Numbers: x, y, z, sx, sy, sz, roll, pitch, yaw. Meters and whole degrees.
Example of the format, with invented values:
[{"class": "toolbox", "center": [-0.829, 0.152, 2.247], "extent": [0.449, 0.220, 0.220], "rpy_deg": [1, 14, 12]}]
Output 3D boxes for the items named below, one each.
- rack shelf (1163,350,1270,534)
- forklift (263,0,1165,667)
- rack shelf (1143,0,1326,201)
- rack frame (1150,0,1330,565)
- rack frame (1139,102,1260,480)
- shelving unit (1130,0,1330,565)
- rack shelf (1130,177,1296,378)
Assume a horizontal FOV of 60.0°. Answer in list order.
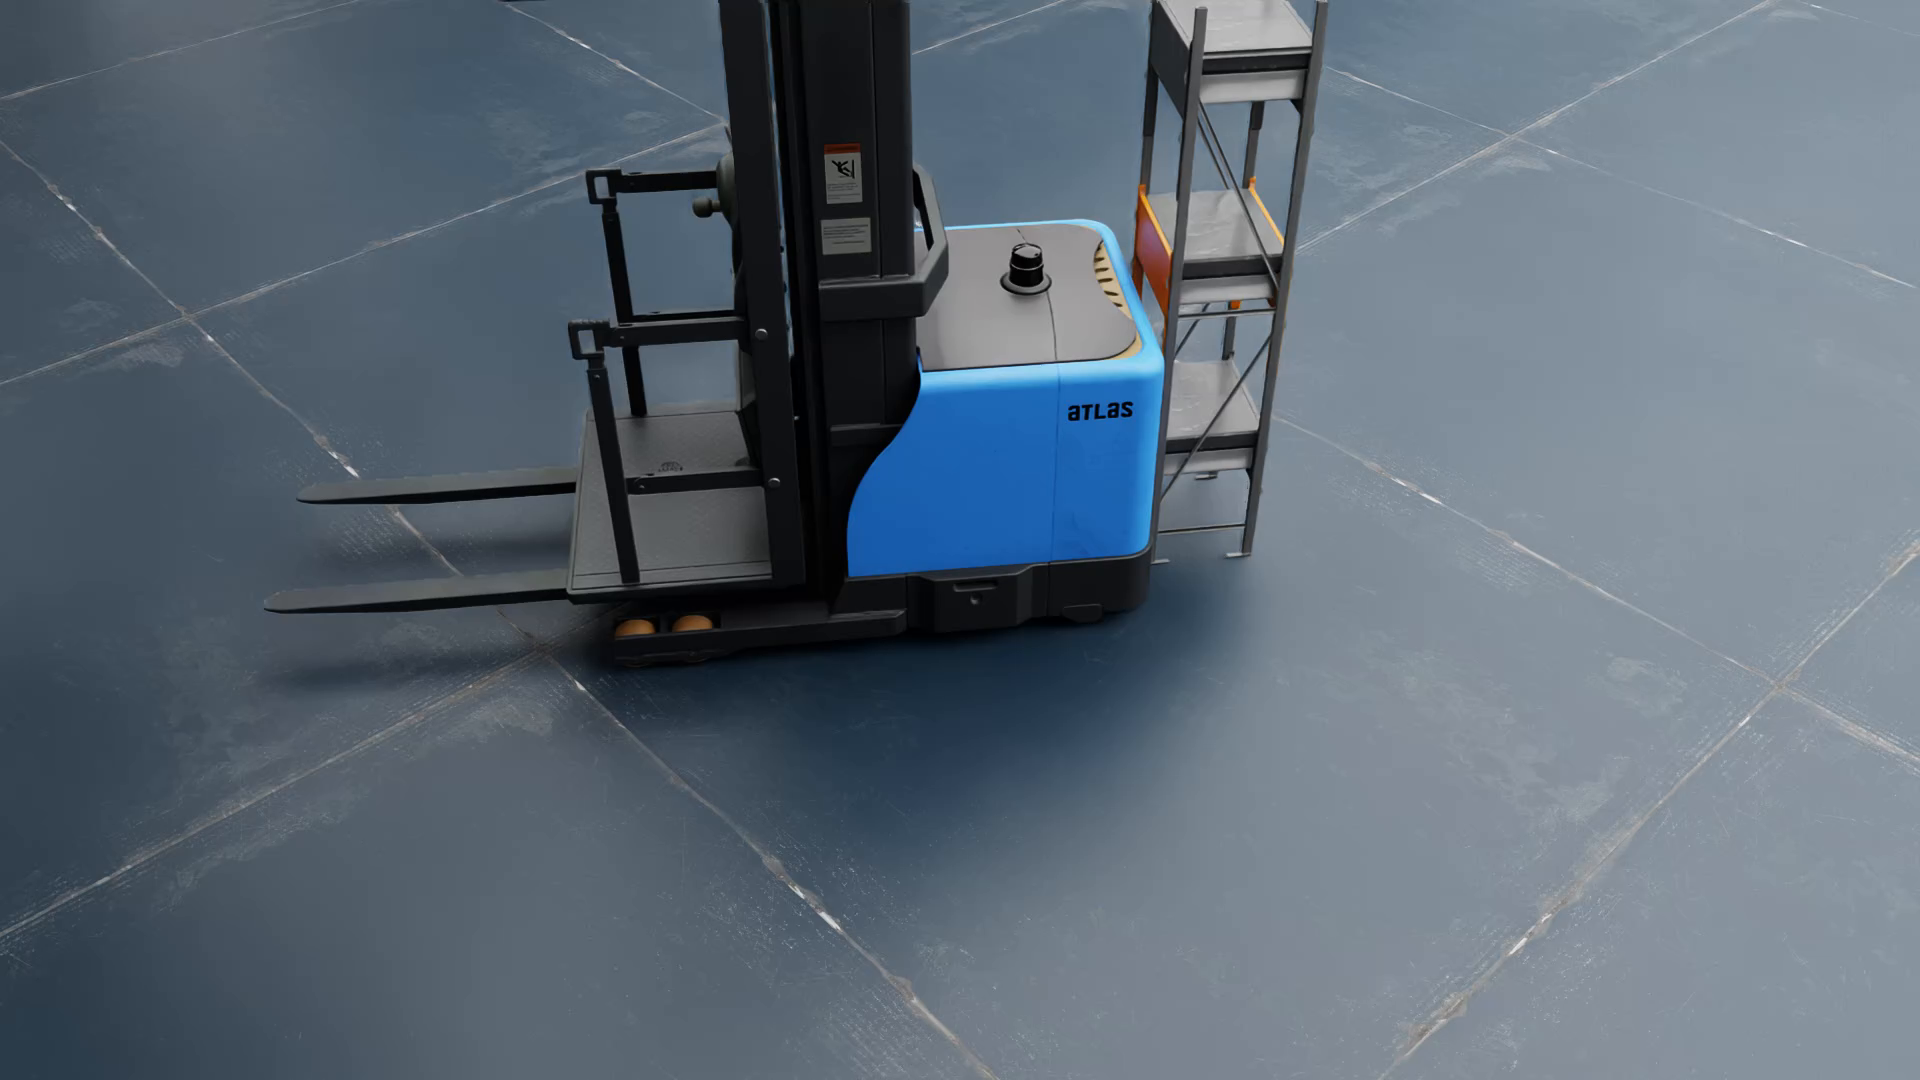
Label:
[{"class": "rack shelf", "center": [0.848, -0.340, 6.136], "extent": [0.431, 0.518, 0.480], "rpy_deg": [-5, 39, -6]}, {"class": "forklift", "center": [-0.888, -1.057, 5.226], "extent": [3.031, 2.935, 1.130], "rpy_deg": [-4, 39, -5]}, {"class": "rack shelf", "center": [0.848, -1.429, 5.256], "extent": [0.431, 0.518, 0.480], "rpy_deg": [-5, 39, -6]}, {"class": "rack frame", "center": [0.882, -0.744, 5.500], "extent": [0.400, 2.100, 0.015], "rpy_deg": [-5, 39, -6]}, {"class": "rack frame", "center": [0.815, -1.047, 5.876], "extent": [0.400, 2.100, 0.015], "rpy_deg": [-5, 39, -6]}, {"class": "shelving unit", "center": [0.848, -0.896, 5.688], "extent": [0.431, 2.100, 0.503], "rpy_deg": [-5, 39, -6]}, {"class": "rack shelf", "center": [0.848, -0.885, 5.696], "extent": [0.431, 0.518, 0.480], "rpy_deg": [-5, 39, -6]}]
